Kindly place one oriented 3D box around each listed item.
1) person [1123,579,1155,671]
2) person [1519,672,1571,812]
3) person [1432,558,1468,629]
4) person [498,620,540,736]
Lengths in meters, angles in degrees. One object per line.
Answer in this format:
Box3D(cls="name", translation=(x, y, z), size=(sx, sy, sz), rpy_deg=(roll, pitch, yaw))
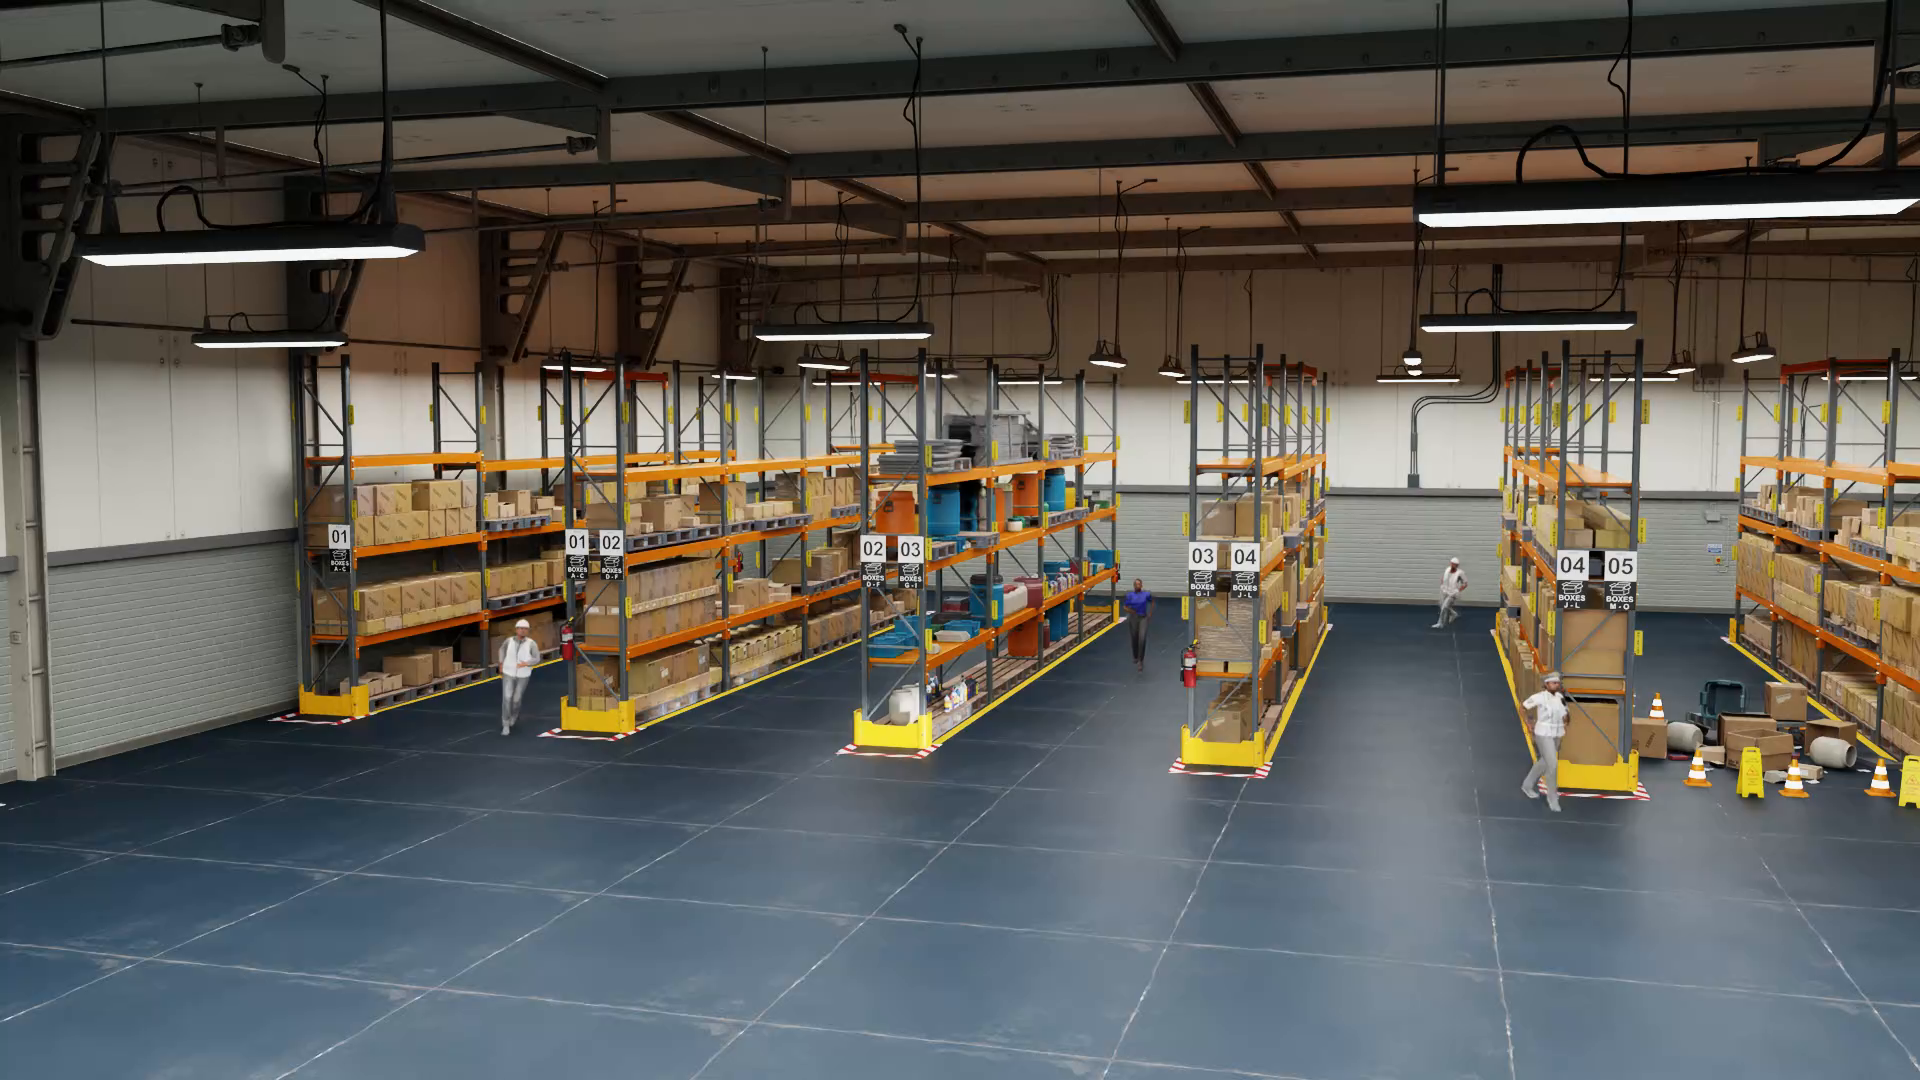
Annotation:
Box3D(cls="person", translation=(3.397, 1.601, 31.647), size=(0.576, 1.721, 0.722), rpy_deg=(1, 4, 11))
Box3D(cls="person", translation=(7.571, 2.565, 21.395), size=(0.621, 1.764, 0.753), rpy_deg=(-3, 5, -31))
Box3D(cls="person", translation=(11.543, 1.243, 38.880), size=(0.727, 1.690, 0.726), rpy_deg=(-3, 5, -31))
Box3D(cls="person", translation=(-6.984, 2.152, 26.369), size=(0.646, 1.790, 0.810), rpy_deg=(-1, 4, -14))
